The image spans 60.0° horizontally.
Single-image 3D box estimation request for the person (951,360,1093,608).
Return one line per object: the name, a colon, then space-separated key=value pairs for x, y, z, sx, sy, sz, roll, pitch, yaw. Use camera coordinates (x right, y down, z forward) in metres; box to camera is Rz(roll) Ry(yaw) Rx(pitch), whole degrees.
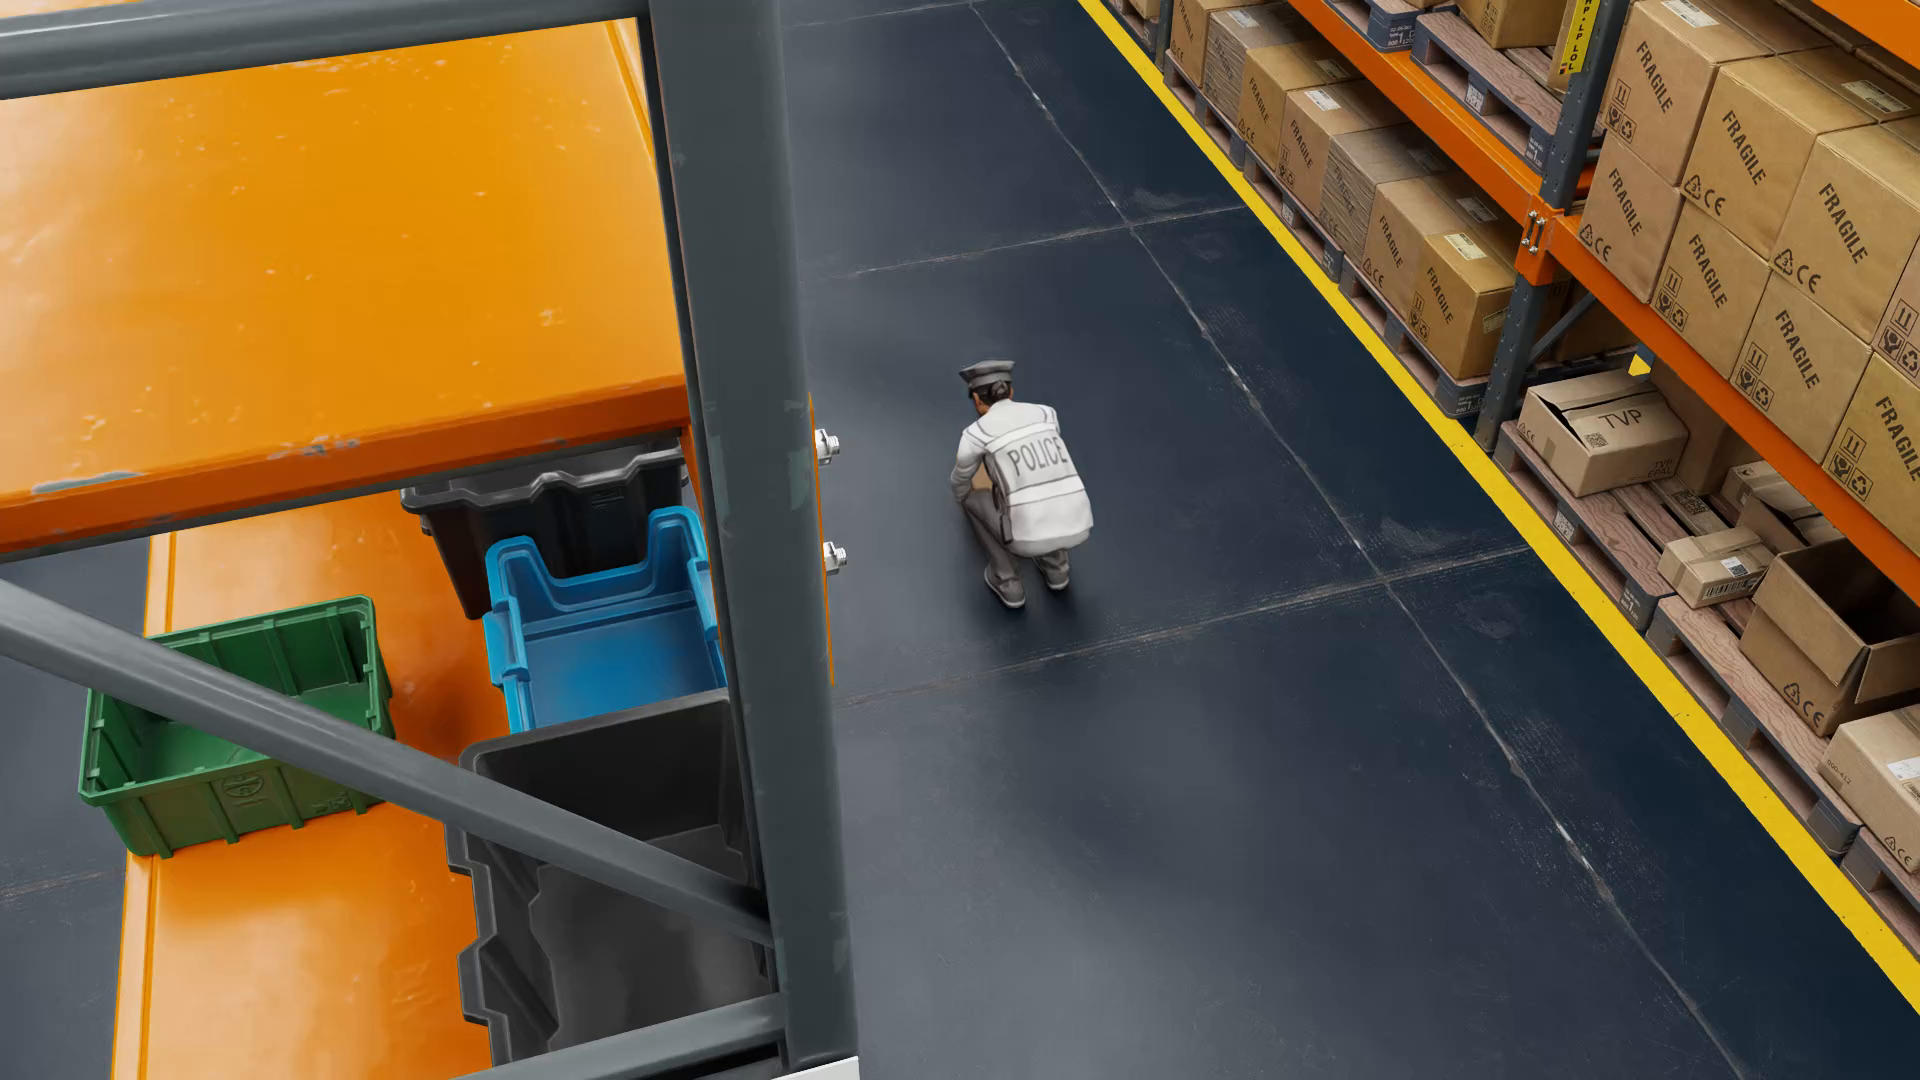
person: x=0.240 y=-0.231 z=6.963 sx=0.481 sy=0.928 sz=0.853 roll=-12 pitch=44 yaw=-13
